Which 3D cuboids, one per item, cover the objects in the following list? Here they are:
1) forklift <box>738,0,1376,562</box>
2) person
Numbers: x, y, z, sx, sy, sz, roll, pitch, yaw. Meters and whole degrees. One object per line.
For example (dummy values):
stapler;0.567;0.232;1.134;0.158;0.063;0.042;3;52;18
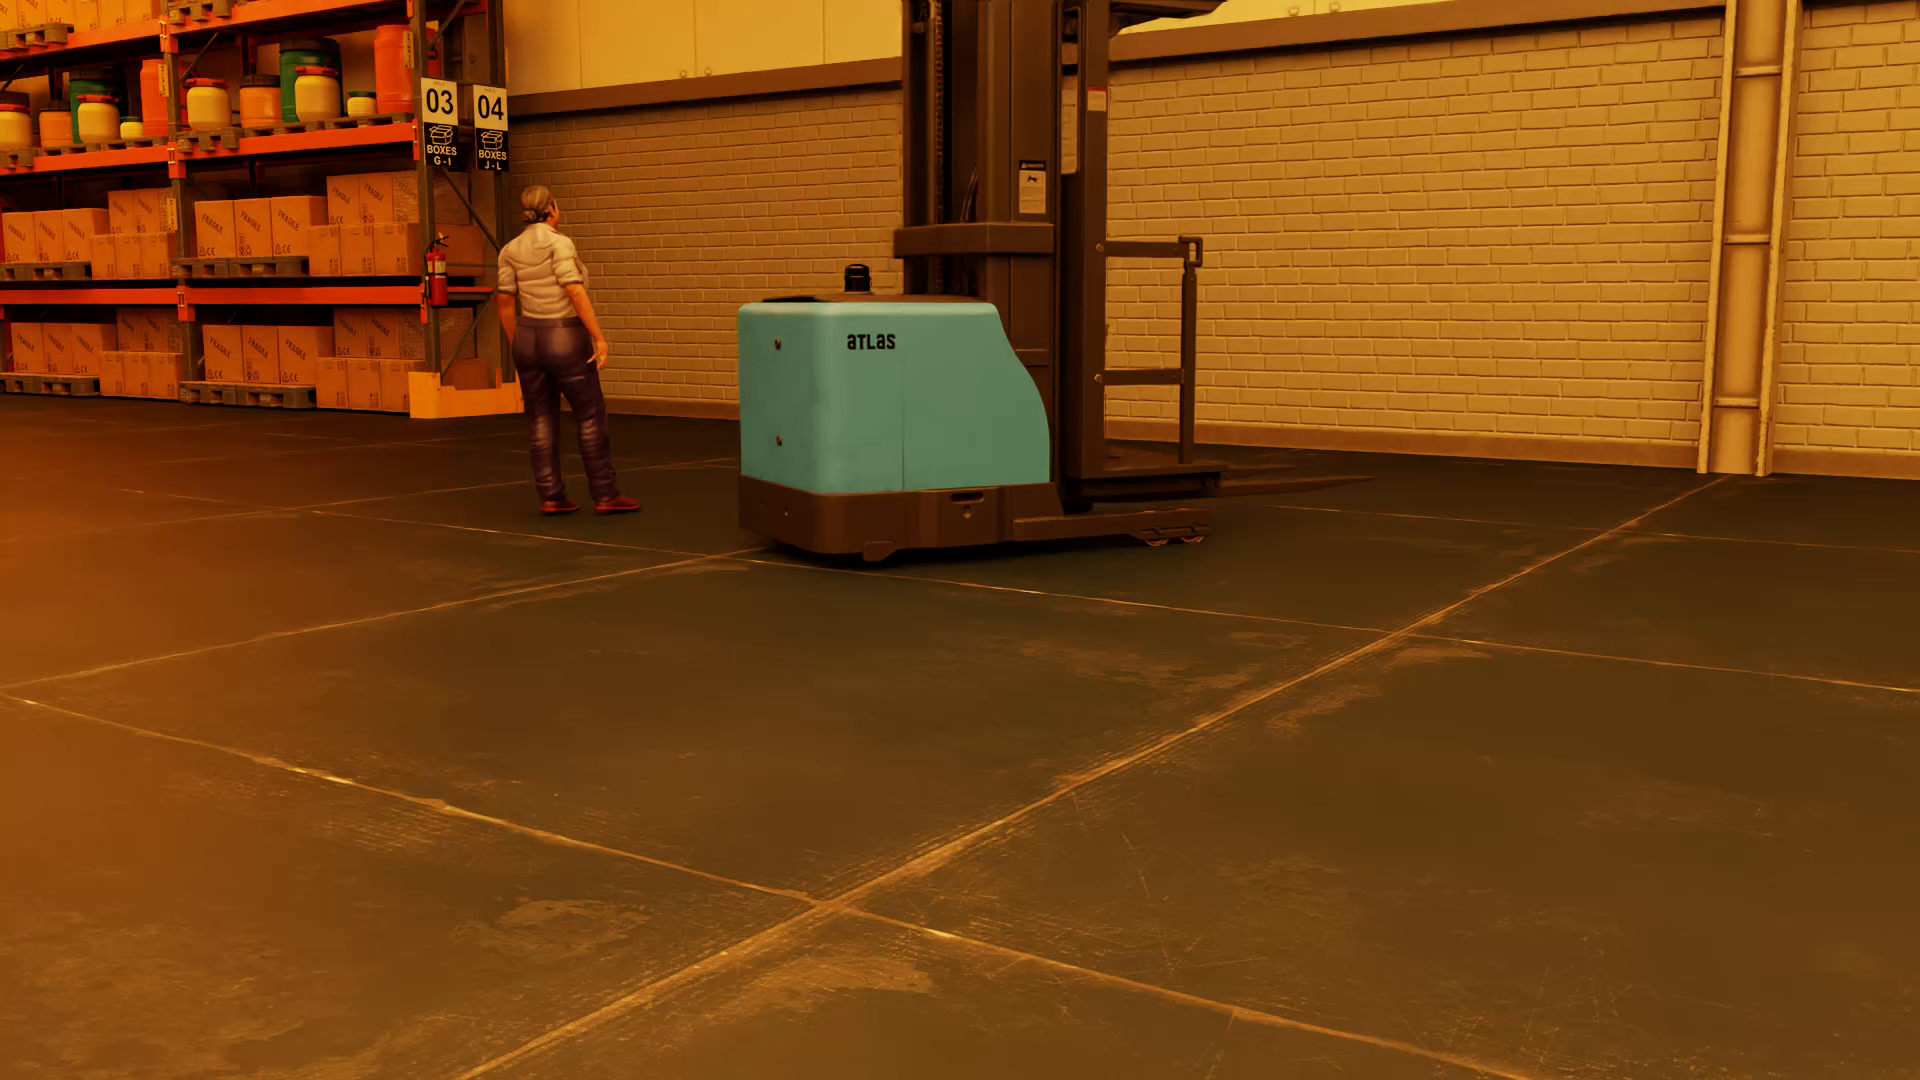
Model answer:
forklift;0.551;-1.481;7.606;3.031;2.935;1.130;-4;9;-27
person;-2.016;-0.964;8.494;0.587;1.654;0.504;4;9;24
